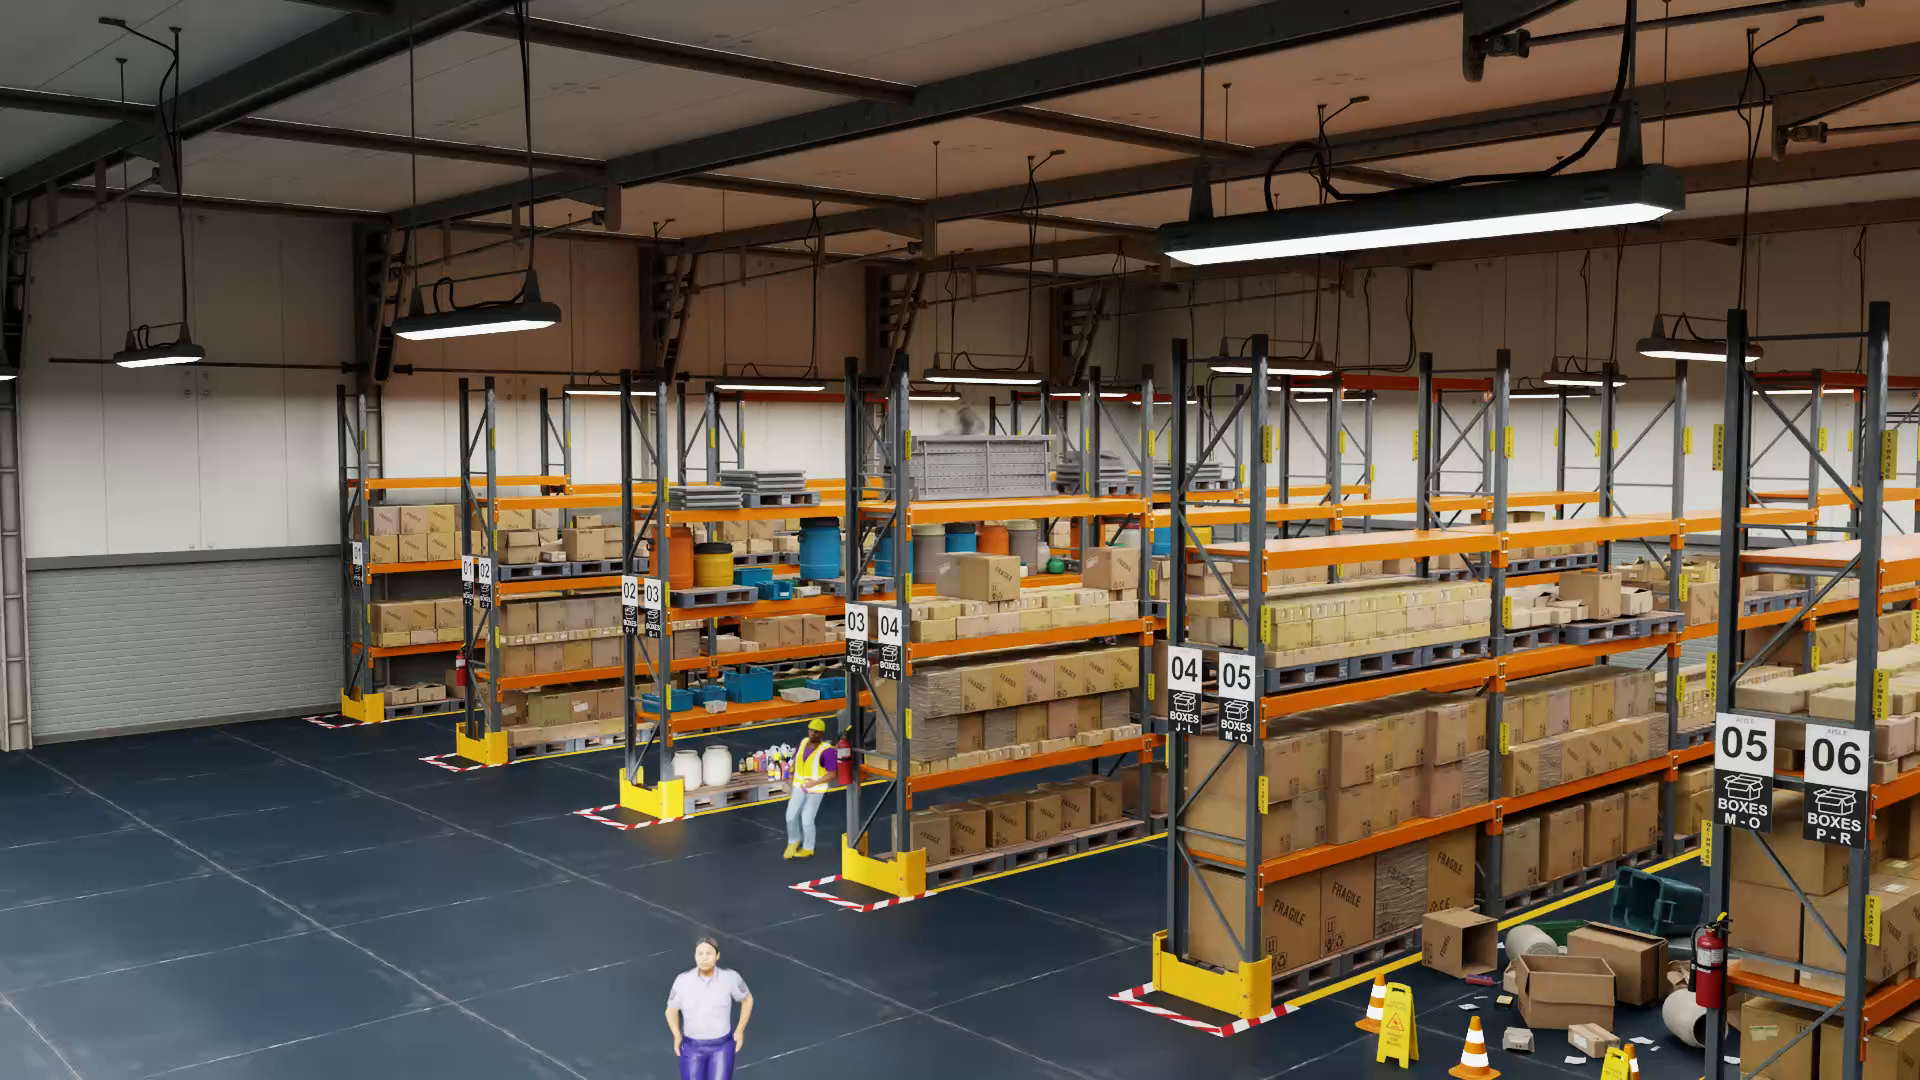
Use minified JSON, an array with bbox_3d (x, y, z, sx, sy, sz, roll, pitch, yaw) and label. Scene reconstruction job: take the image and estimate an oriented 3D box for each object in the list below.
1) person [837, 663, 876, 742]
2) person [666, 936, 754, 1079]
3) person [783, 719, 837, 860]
[{"bbox_3d":[-1.705,2.550,27.194,0.580,1.727,0.770,3,5,36],"label":"person"},{"bbox_3d":[-1.769,3.600,11.751,0.621,1.603,0.769,0,4,-6],"label":"person"},{"bbox_3d":[-1.802,2.996,19.909,0.722,1.737,0.617,2,4,23],"label":"person"}]
